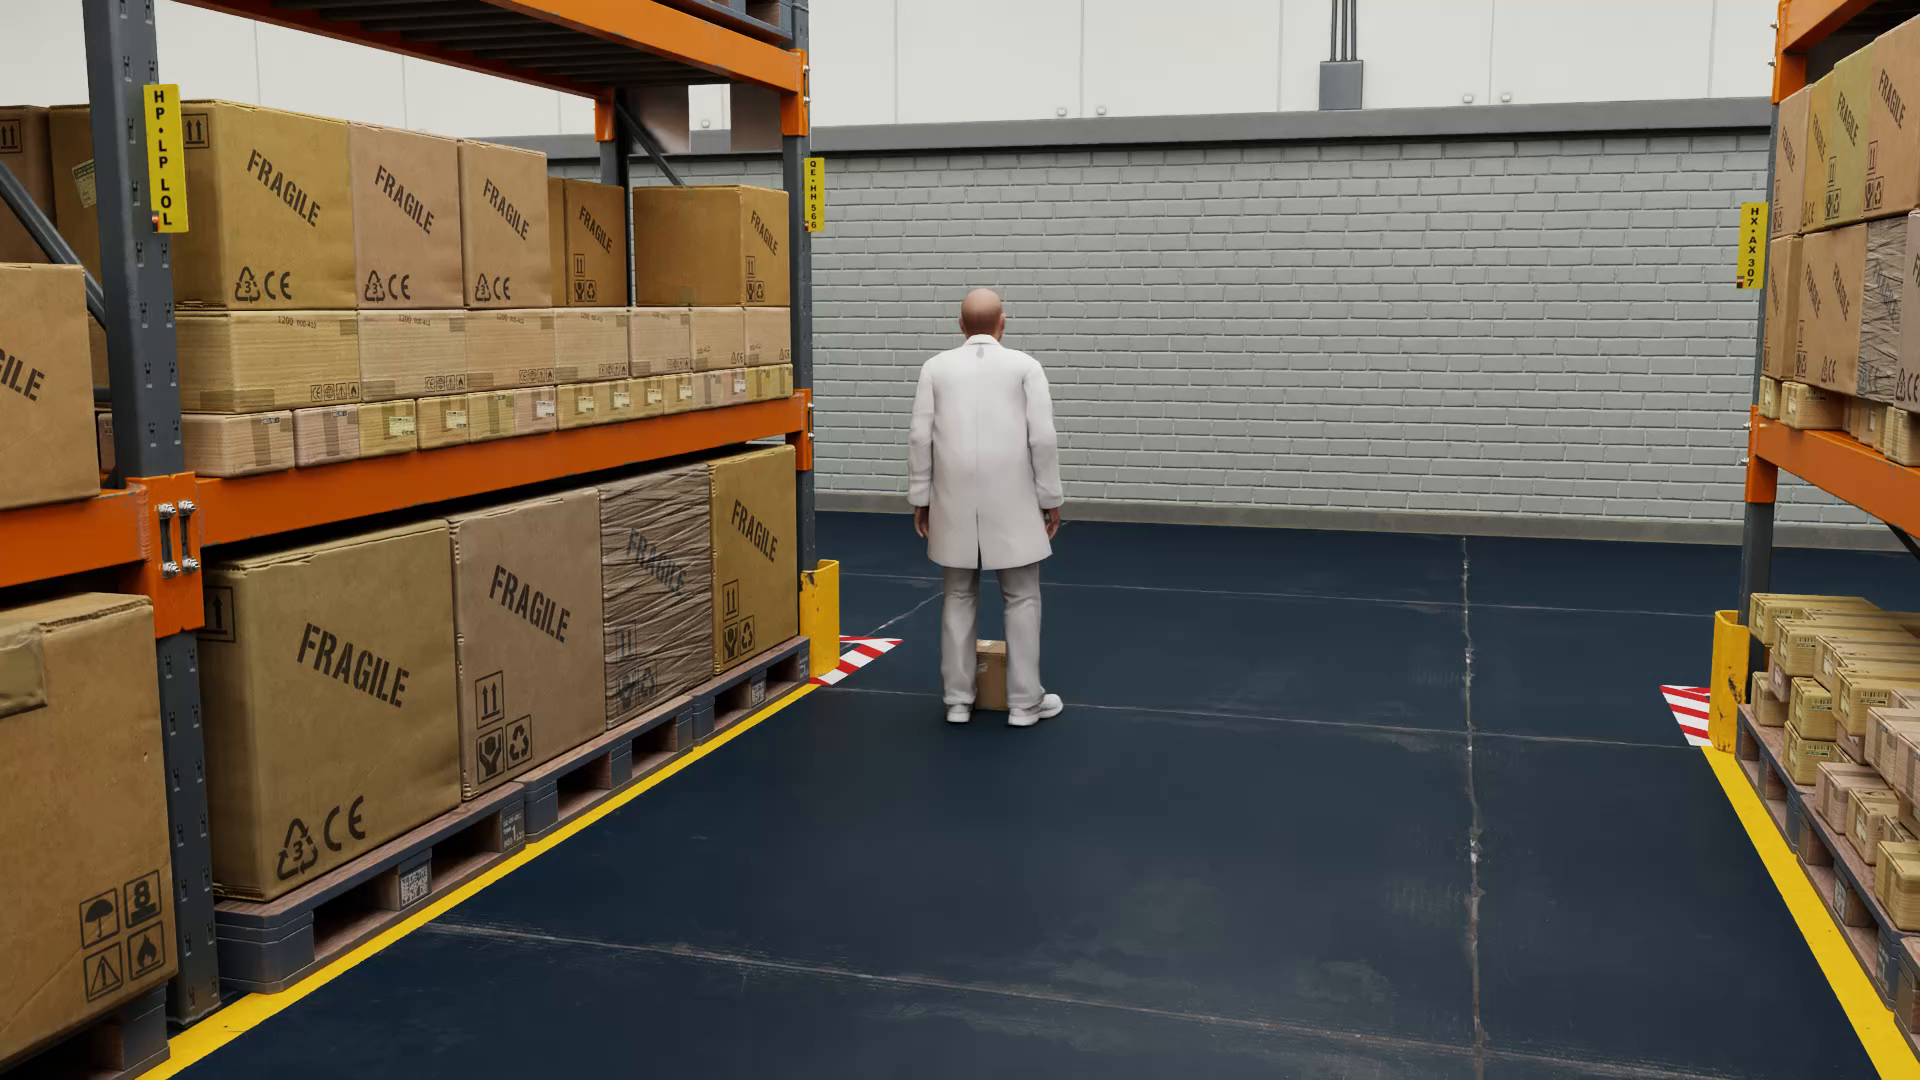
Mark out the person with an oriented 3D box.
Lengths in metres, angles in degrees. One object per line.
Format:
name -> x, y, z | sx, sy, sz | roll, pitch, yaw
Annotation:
person -> 0.101, -0.138, 6.837 | 0.655, 1.775, 0.423 | 2, 8, 12
